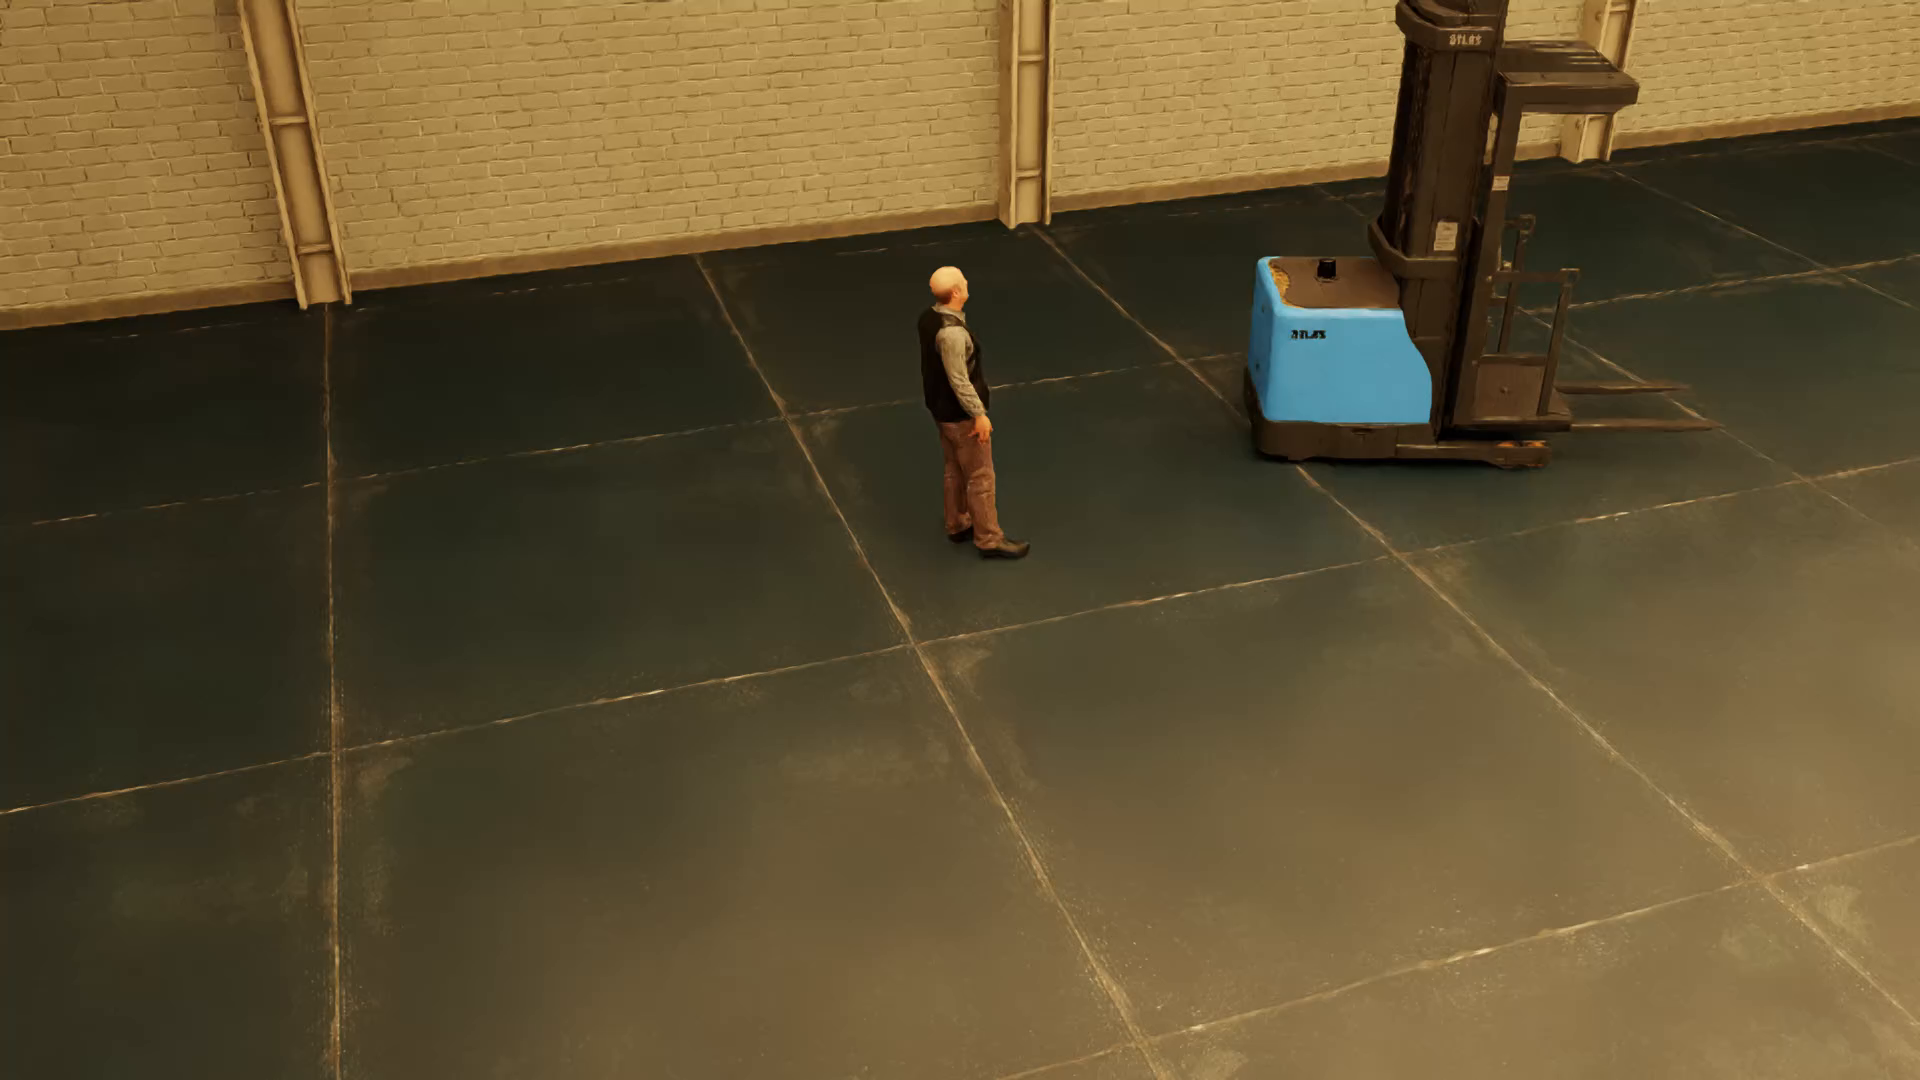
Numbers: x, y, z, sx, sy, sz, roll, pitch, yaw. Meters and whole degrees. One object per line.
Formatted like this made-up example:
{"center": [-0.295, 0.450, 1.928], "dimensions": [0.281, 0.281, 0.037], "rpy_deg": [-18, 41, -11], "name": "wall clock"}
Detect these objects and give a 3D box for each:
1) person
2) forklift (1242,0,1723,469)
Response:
{"center": [0.062, -0.758, 9.604], "dimensions": [0.567, 1.720, 0.632], "rpy_deg": [-10, 31, -16], "name": "person"}
{"center": [3.484, -2.003, 10.569], "dimensions": [3.031, 2.935, 1.130], "rpy_deg": [1, 30, 1], "name": "forklift"}
